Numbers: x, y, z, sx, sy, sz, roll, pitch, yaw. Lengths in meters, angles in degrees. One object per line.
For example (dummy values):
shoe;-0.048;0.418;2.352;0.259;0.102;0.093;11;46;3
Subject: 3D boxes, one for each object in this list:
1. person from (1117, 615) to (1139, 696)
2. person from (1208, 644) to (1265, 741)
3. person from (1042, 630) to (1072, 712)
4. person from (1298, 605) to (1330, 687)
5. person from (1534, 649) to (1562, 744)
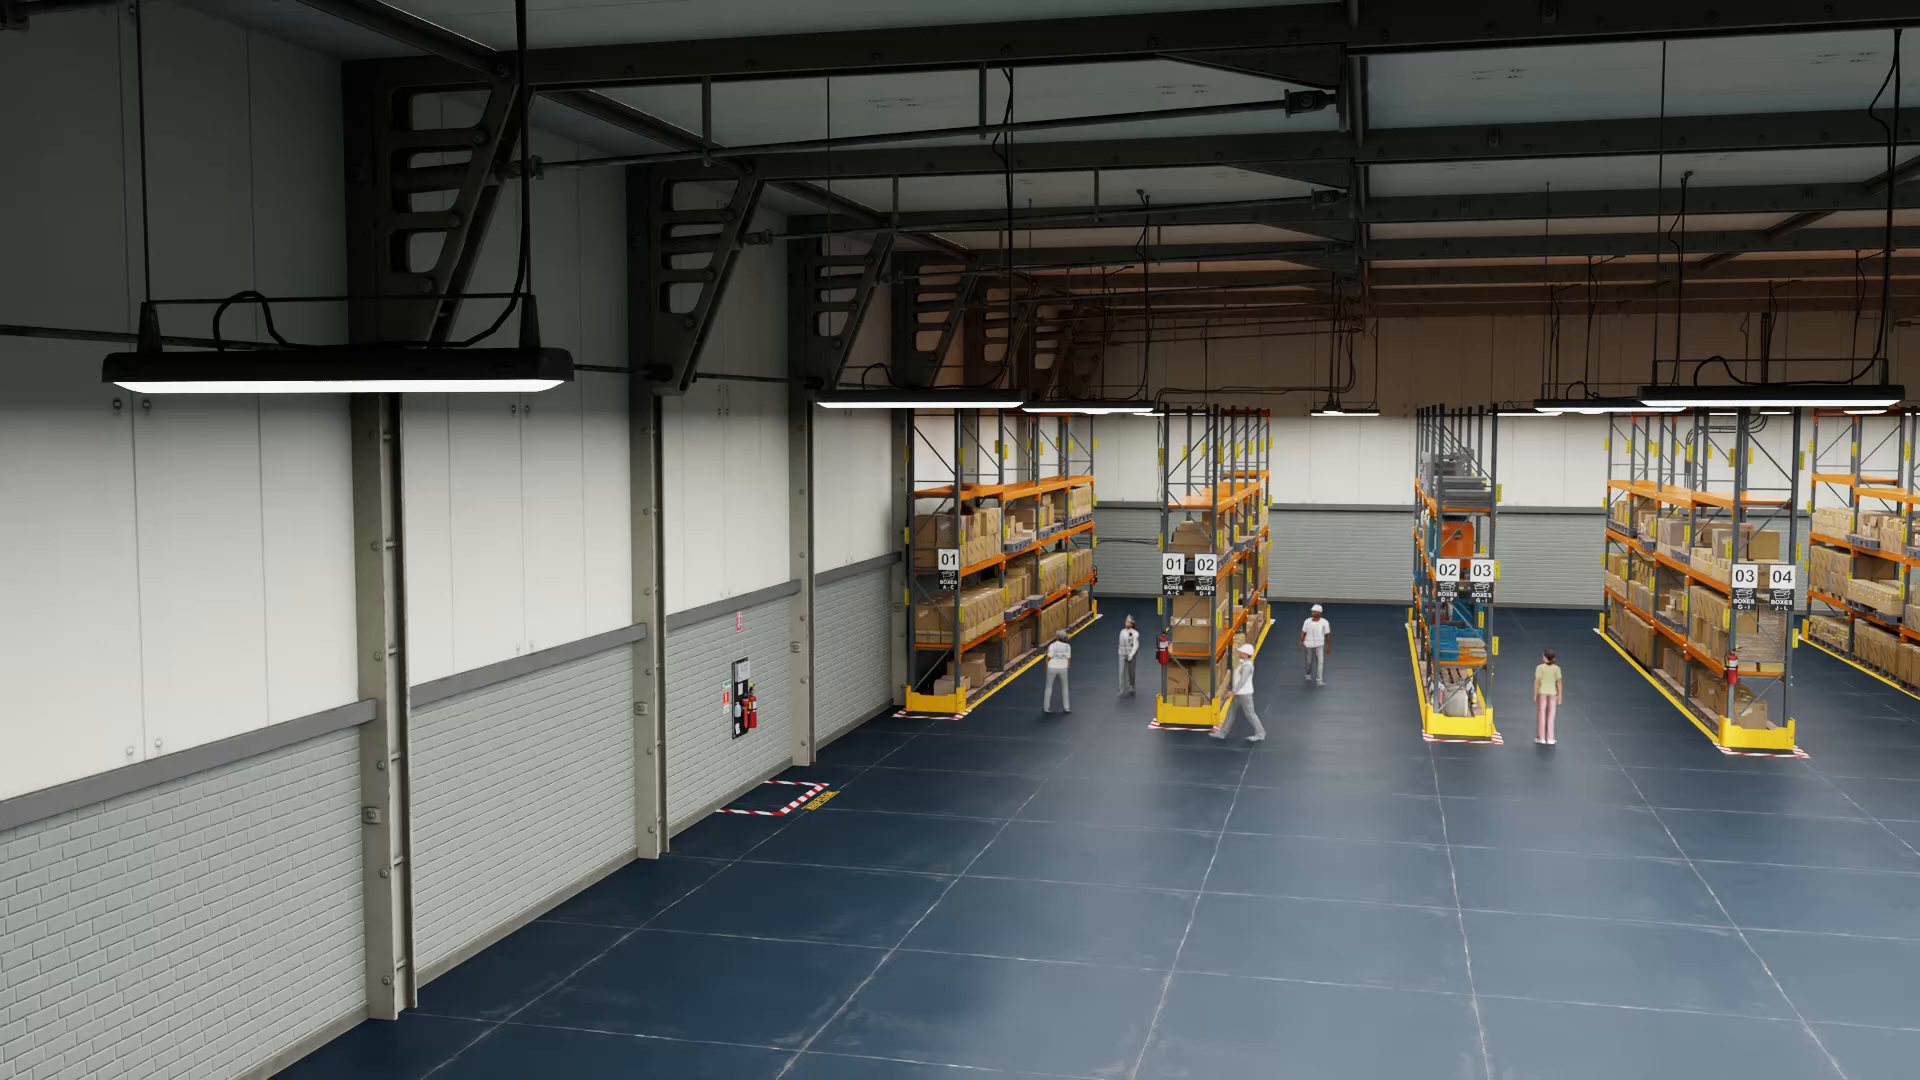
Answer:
person;3.483;2.383;34.461;0.455;1.638;0.983;1;4;12
person;4.924;2.695;29.441;0.978;1.718;0.555;0;4;0
person;1.888;2.554;32.439;0.571;1.638;0.465;0;4;3
person;7.604;2.264;35.703;0.689;1.727;1.010;0;4;2
person;10.353;2.752;29.286;0.461;1.677;0.349;1;4;15
